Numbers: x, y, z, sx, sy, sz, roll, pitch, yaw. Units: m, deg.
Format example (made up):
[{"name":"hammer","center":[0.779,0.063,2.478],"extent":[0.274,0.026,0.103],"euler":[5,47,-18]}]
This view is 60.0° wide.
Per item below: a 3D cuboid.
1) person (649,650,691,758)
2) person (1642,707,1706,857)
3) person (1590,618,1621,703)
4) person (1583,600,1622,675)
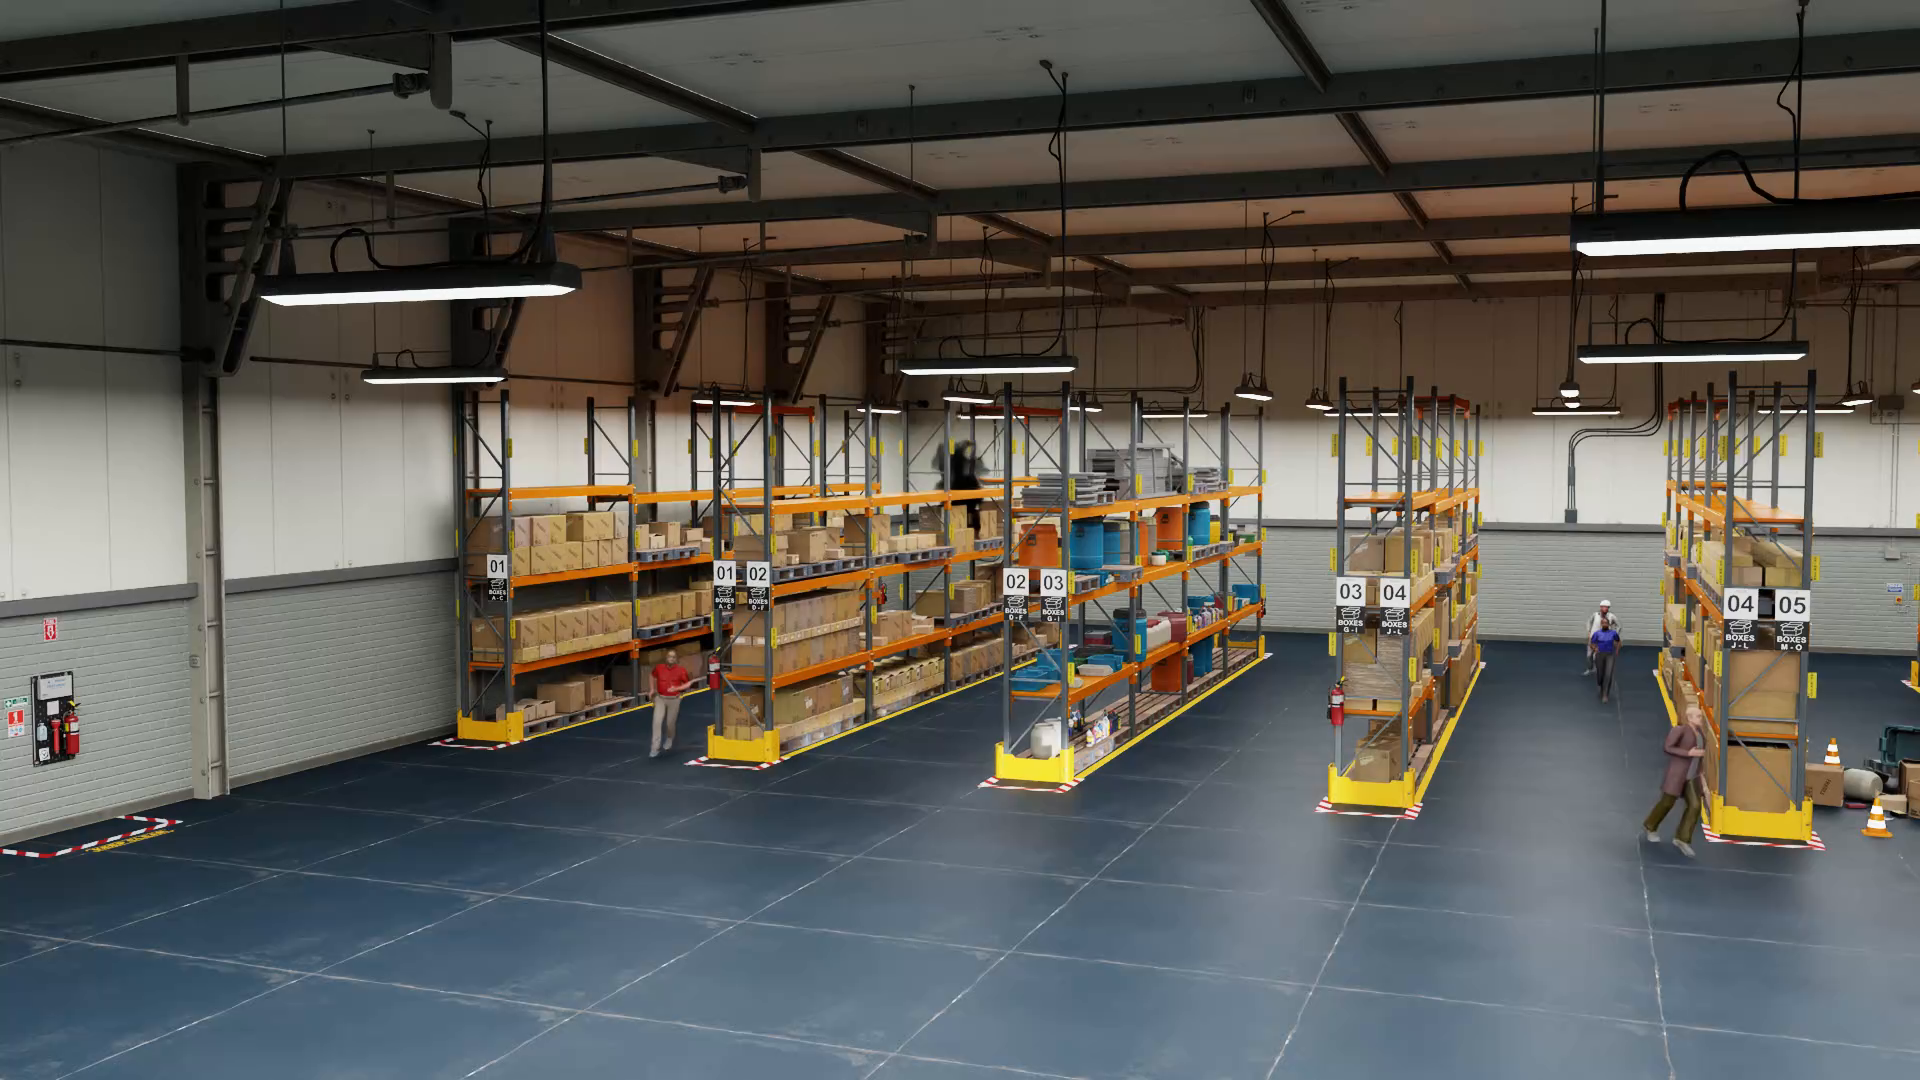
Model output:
[{"name":"person","center":[-4.729,2.629,27.065],"extent":[0.695,1.685,1.007],"euler":[0,3,-1]},{"name":"person","center":[9.081,2.982,20.799],"extent":[0.711,1.798,0.840],"euler":[-1,3,-15]},{"name":"person","center":[12.831,2.369,33.073],"extent":[0.592,1.660,0.900],"euler":[1,3,20]},{"name":"person","center":[14.046,2.158,36.432],"extent":[0.762,1.682,0.528],"euler":[2,4,37]}]
